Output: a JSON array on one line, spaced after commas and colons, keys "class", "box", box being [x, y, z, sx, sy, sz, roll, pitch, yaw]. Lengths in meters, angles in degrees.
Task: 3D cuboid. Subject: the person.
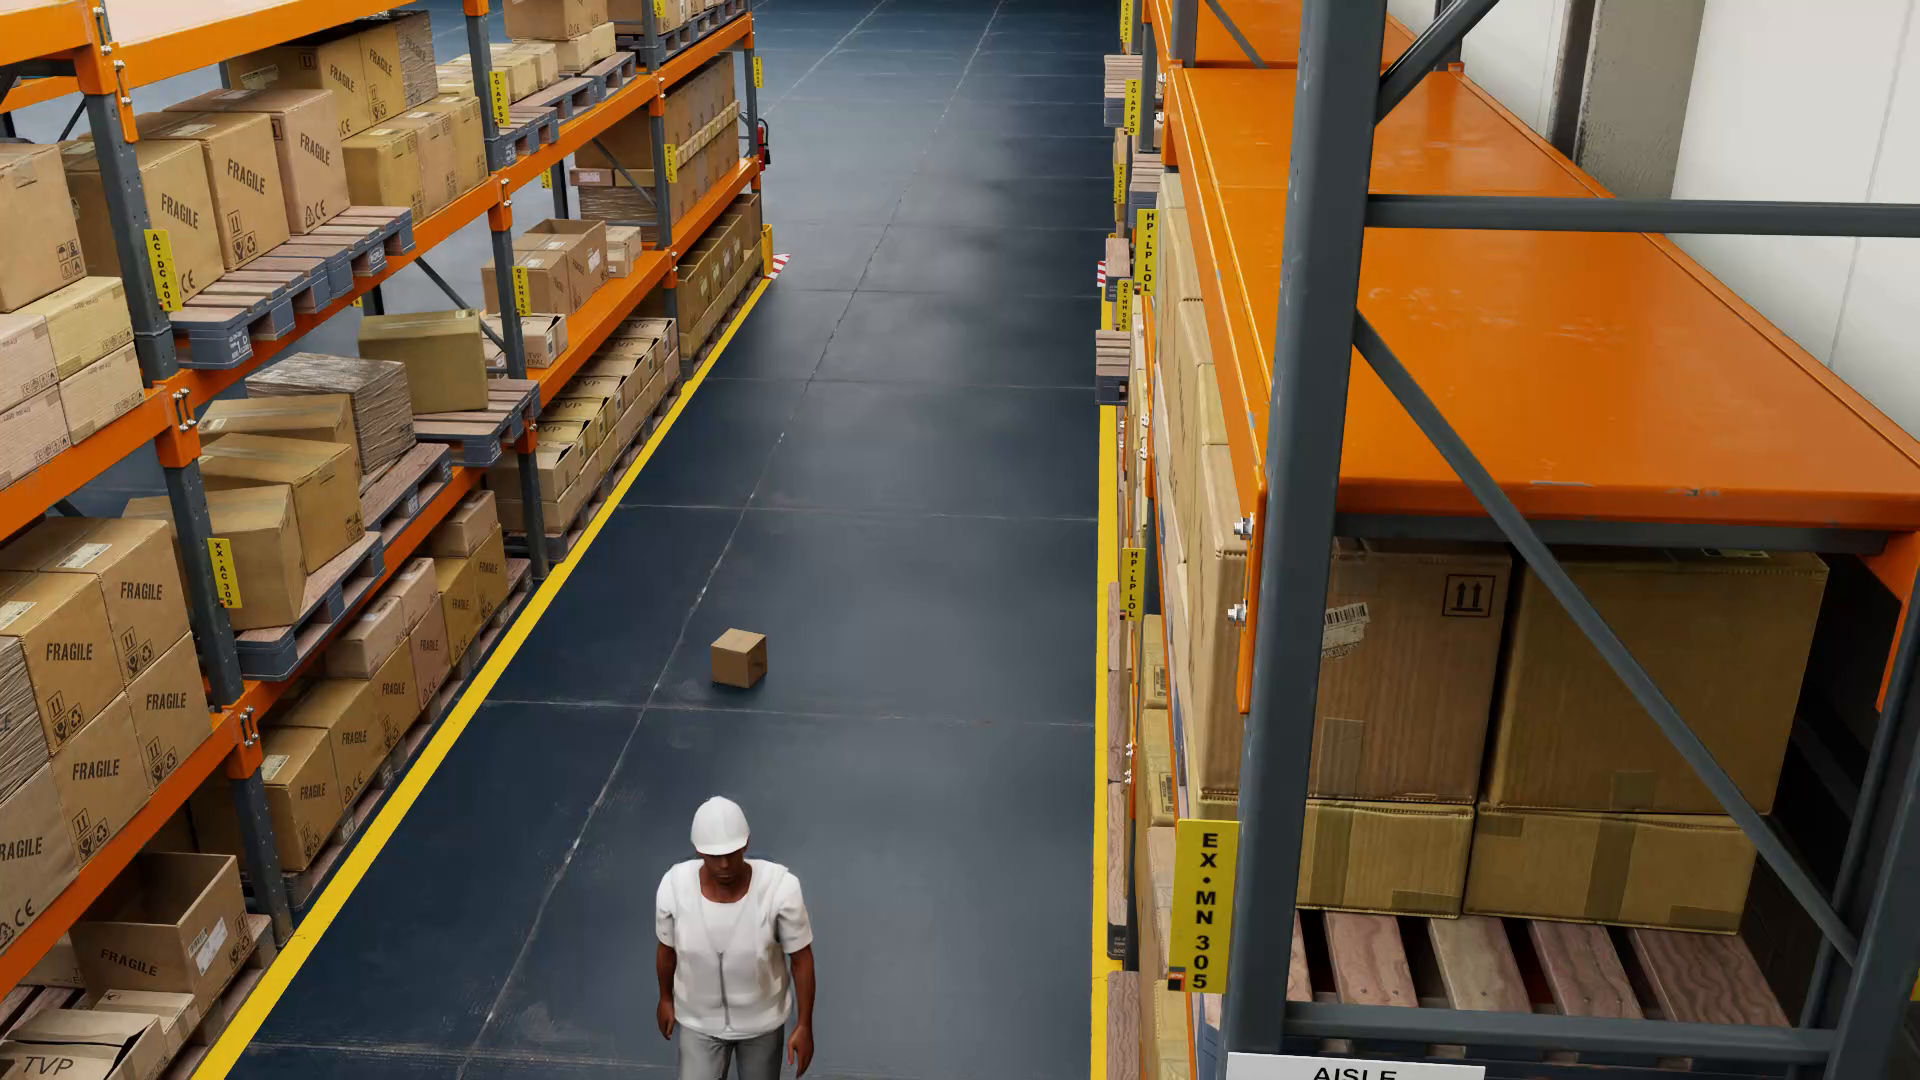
[{"class": "person", "box": [-0.828, 1.787, 6.082, 0.613, 1.834, 0.574, -1, 24, -1]}]
